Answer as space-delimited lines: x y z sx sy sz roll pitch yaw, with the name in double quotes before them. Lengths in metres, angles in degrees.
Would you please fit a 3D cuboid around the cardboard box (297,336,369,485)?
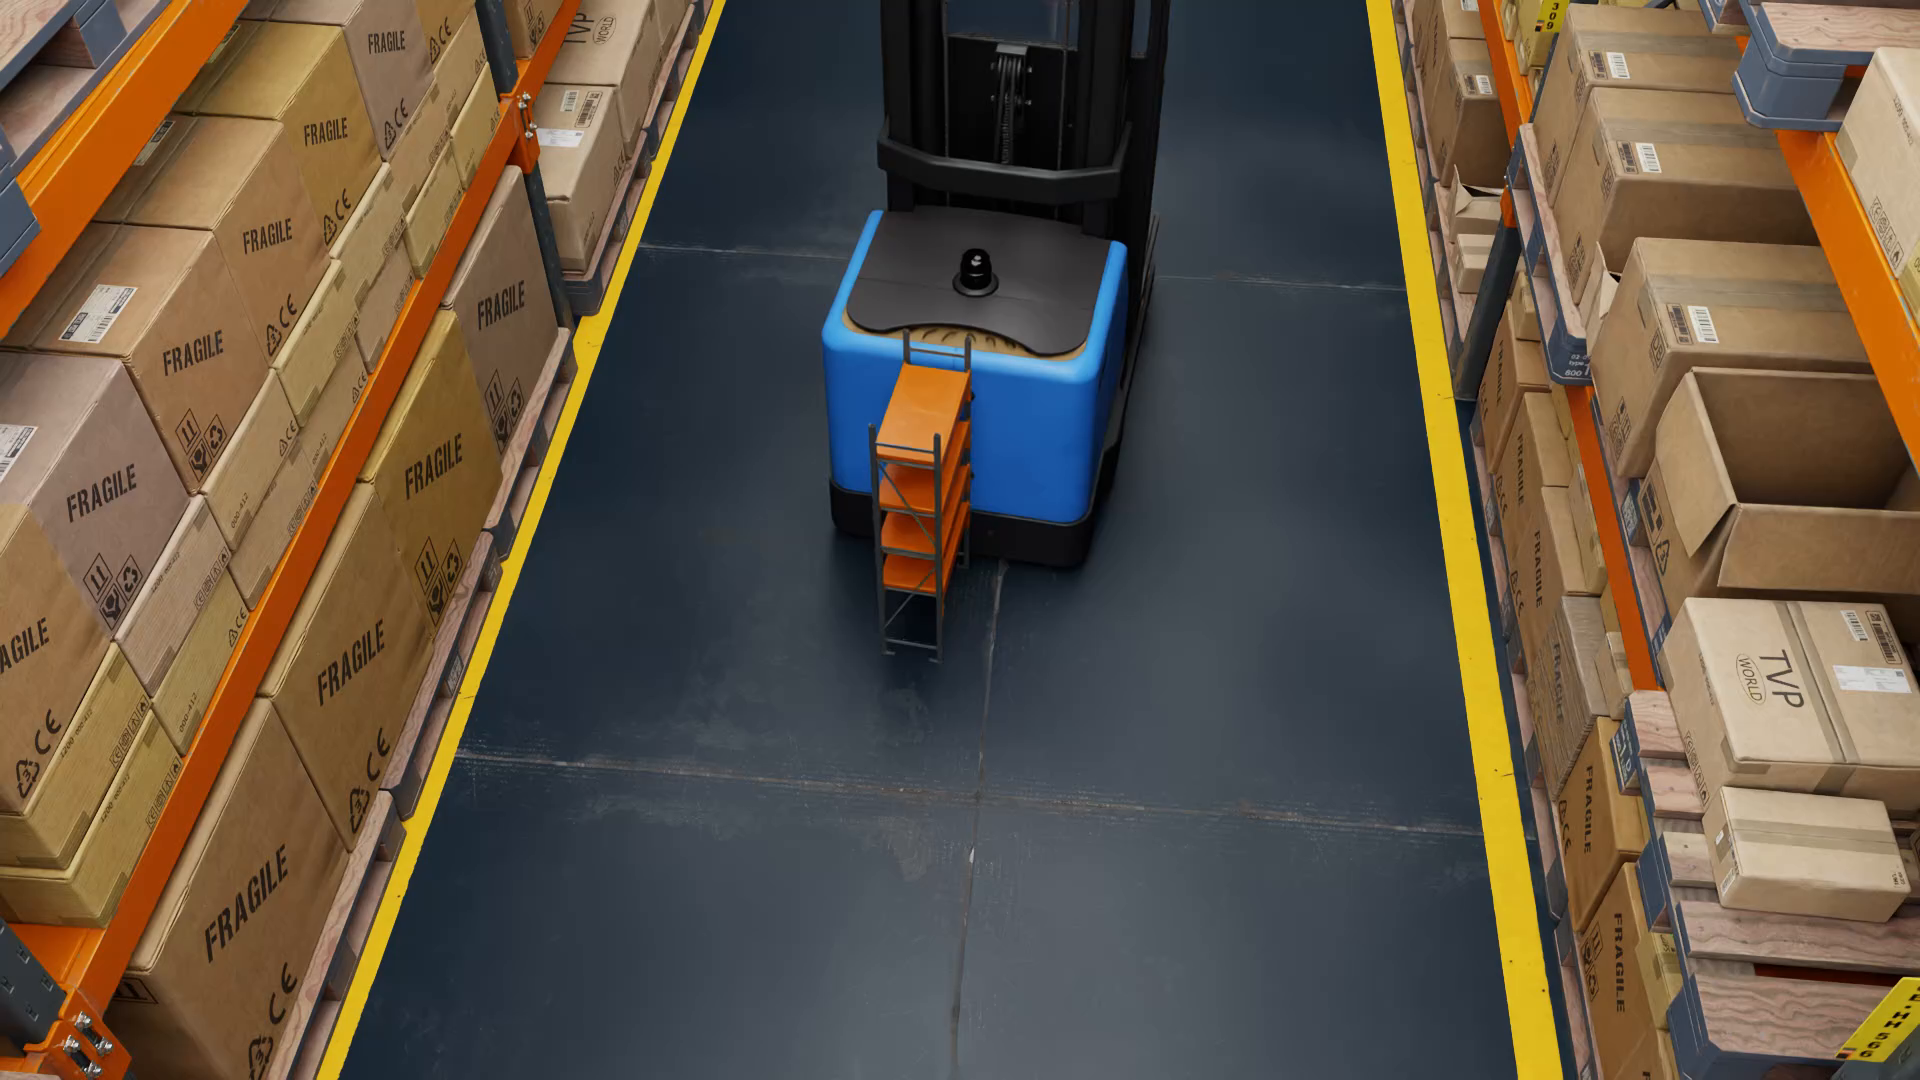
"cardboard box" -2.211 -0.444 5.225 0.500 0.250 0.500 4 48 4

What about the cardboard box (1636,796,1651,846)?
"cardboard box" 2.237 0.825 4.933 0.380 0.149 0.250 5 48 5

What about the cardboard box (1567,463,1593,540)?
"cardboard box" 2.348 -0.123 5.800 0.380 0.149 0.250 4 48 3

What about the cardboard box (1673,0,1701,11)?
"cardboard box" 2.991 -2.029 6.473 0.500 0.250 0.500 3 48 3

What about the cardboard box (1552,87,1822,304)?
"cardboard box" 2.363 -1.088 5.360 0.700 0.500 0.500 4 48 4

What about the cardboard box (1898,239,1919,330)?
"cardboard box" 2.163 -0.419 3.169 0.500 0.250 0.500 4 48 4

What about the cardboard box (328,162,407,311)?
"cardboard box" -2.144 -0.993 5.389 0.500 0.250 0.500 5 48 4

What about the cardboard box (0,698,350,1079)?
"cardboard box" -2.485 1.048 4.914 0.875 0.875 0.875 3 48 3

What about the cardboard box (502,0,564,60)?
"cardboard box" -1.963 -2.325 6.776 0.500 0.500 0.500 5 48 5

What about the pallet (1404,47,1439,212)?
"pallet" 2.849 -2.096 8.524 1.003 0.211 1.213 4 48 4

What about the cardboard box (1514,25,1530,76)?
"cardboard box" 2.457 -1.993 6.710 0.380 0.149 0.250 5 48 5

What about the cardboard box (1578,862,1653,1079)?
"cardboard box" 2.193 1.316 4.923 0.500 0.500 0.500 3 48 3

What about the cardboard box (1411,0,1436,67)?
"cardboard box" 2.775 -2.802 8.689 0.700 0.500 0.500 6 48 5

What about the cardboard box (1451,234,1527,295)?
"cardboard box" 2.436 -1.242 7.501 0.380 0.149 0.250 3 48 2

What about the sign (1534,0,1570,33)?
"sign" 2.136 -1.956 5.920 0.100 0.325 0.005 4 48 4

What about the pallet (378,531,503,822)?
"pallet" -2.370 0.448 6.197 1.003 0.211 1.213 4 48 4

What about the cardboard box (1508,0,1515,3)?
"cardboard box" 2.512 -2.443 6.852 0.500 0.250 0.500 4 48 4

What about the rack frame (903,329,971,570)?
"rack frame" -0.081 -0.309 6.219 0.240 1.200 0.015 9 48 8

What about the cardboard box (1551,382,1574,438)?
"cardboard box" 2.419 -0.506 6.150 0.380 0.149 0.250 2 48 2

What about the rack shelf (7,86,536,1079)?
"rack shelf" -2.448 -0.252 5.435 1.077 0.370 4.000 4 48 4

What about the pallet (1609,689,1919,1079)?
"pallet" 2.305 0.868 4.053 1.213 0.211 1.003 4 48 4

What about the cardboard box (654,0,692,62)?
"cardboard box" -1.937 -3.016 8.927 0.875 0.438 0.875 5 48 5

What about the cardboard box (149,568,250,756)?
"cardboard box" -2.306 0.304 4.540 0.500 0.250 0.500 3 48 2

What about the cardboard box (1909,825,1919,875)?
"cardboard box" 2.515 0.763 3.667 0.500 0.500 0.500 6 48 5

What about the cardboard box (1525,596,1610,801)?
"cardboard box" 2.267 0.548 5.625 0.500 0.500 0.500 2 48 2

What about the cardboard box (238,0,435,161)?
"cardboard box" -2.097 -1.610 5.444 0.500 0.500 0.500 5 48 4

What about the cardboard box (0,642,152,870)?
"cardboard box" -2.338 0.501 4.022 0.500 0.250 0.500 4 48 3

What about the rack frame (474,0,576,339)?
"rack frame" -2.266 -1.964 6.514 1.000 3.000 0.127 4 48 4

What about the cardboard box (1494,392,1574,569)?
"cardboard box" 2.370 -0.199 6.309 0.500 0.500 0.500 3 48 3

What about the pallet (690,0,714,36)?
"pallet" -1.896 -3.370 9.689 1.003 0.211 1.213 4 48 4

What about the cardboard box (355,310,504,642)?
"cardboard box" -2.317 -0.264 6.114 0.875 0.875 0.875 5 48 5

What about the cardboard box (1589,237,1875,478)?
"cardboard box" 2.292 -0.511 4.832 0.700 0.500 0.500 4 48 3

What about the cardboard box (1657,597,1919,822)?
"cardboard box" 2.087 0.418 4.152 0.500 0.250 0.500 2 48 2

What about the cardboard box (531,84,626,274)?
"cardboard box" -2.102 -1.696 7.720 0.875 0.438 0.875 3 48 3

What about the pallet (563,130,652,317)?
"pallet" -2.119 -1.577 8.049 1.003 0.211 1.213 4 48 4

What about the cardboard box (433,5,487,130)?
"cardboard box" -2.064 -1.742 6.073 0.500 0.250 0.500 4 48 3

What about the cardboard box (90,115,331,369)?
"cardboard box" -2.195 -0.857 4.756 0.500 0.500 0.500 5 48 4

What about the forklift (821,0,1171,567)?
"forklift" 0.291 -1.993 6.587 1.130 2.935 3.031 9 48 8

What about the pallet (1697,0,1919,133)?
"pallet" 2.457 -1.345 4.042 1.213 0.211 1.003 4 48 4

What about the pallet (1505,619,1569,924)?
"pallet" 2.532 0.807 5.869 1.003 0.211 1.213 4 48 4

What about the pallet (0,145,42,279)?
"pallet" -2.625 -0.450 3.224 1.213 0.211 1.003 6 48 5

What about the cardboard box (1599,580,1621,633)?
"cardboard box" 2.327 0.259 5.450 0.380 0.149 0.250 4 48 4

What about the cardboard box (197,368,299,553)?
"cardboard box" -2.233 -0.244 4.703 0.500 0.250 0.500 4 48 3

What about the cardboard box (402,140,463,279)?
"cardboard box" -2.103 -1.193 5.910 0.500 0.250 0.500 3 48 3

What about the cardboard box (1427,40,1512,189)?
"cardboard box" 2.680 -2.039 7.992 0.700 0.500 0.500 2 48 2

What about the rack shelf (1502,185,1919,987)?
"rack shelf" 2.495 0.079 5.132 1.077 0.370 4.000 4 48 4

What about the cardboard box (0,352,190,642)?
"cardboard box" -2.307 -0.107 4.070 0.500 0.500 0.500 4 48 4

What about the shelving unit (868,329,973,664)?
"shelving unit" -0.132 -0.133 6.058 0.258 1.200 0.503 9 48 8

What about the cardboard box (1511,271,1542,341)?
"cardboard box" 2.380 -0.905 6.514 0.380 0.149 0.250 6 48 5

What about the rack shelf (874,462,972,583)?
"rack shelf" -0.132 -0.087 6.108 0.258 0.148 0.480 9 48 8

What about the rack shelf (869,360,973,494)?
"rack shelf" -0.132 -0.398 5.768 0.258 0.148 0.480 9 48 8

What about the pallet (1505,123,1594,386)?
"pallet" 2.496 -0.989 5.752 1.003 0.211 1.213 4 48 4

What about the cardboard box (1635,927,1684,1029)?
"cardboard box" 2.100 1.206 4.584 0.380 0.149 0.250 2 48 2
